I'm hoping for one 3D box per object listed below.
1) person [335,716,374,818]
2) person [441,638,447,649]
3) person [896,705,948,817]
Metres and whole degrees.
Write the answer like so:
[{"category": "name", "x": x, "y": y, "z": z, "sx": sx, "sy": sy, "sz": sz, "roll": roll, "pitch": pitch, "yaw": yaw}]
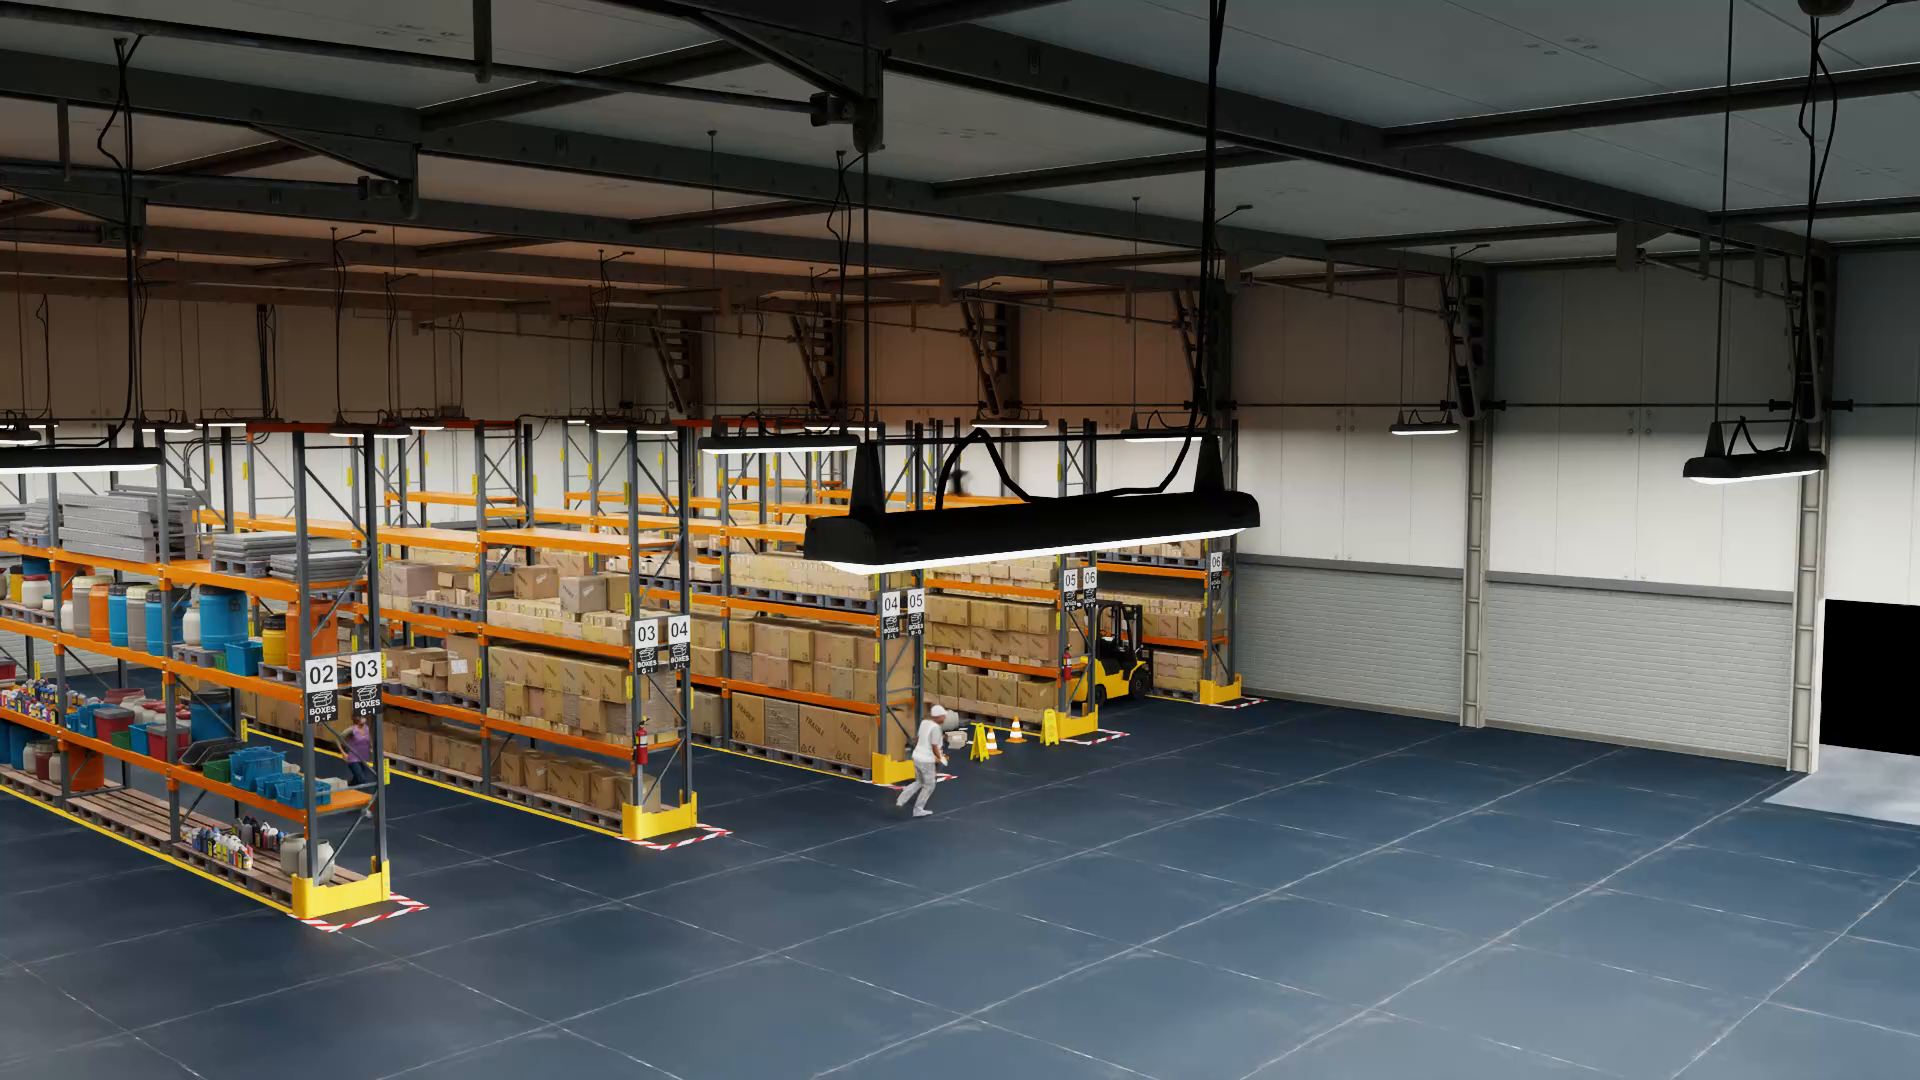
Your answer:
[{"category": "person", "x": -9.333, "y": 3.434, "z": 25.648, "sx": 0.869, "sy": 1.621, "sz": 0.571, "roll": 3, "pitch": 5, "yaw": 30}, {"category": "person", "x": -12.446, "y": 2.213, "z": 40.568, "sx": 0.576, "sy": 1.641, "sz": 0.936, "roll": 3, "pitch": 6, "yaw": 35}, {"category": "person", "x": -0.574, "y": 3.394, "z": 25.522, "sx": 0.789, "sy": 1.709, "sz": 0.654, "roll": -2, "pitch": 5, "yaw": -24}]
